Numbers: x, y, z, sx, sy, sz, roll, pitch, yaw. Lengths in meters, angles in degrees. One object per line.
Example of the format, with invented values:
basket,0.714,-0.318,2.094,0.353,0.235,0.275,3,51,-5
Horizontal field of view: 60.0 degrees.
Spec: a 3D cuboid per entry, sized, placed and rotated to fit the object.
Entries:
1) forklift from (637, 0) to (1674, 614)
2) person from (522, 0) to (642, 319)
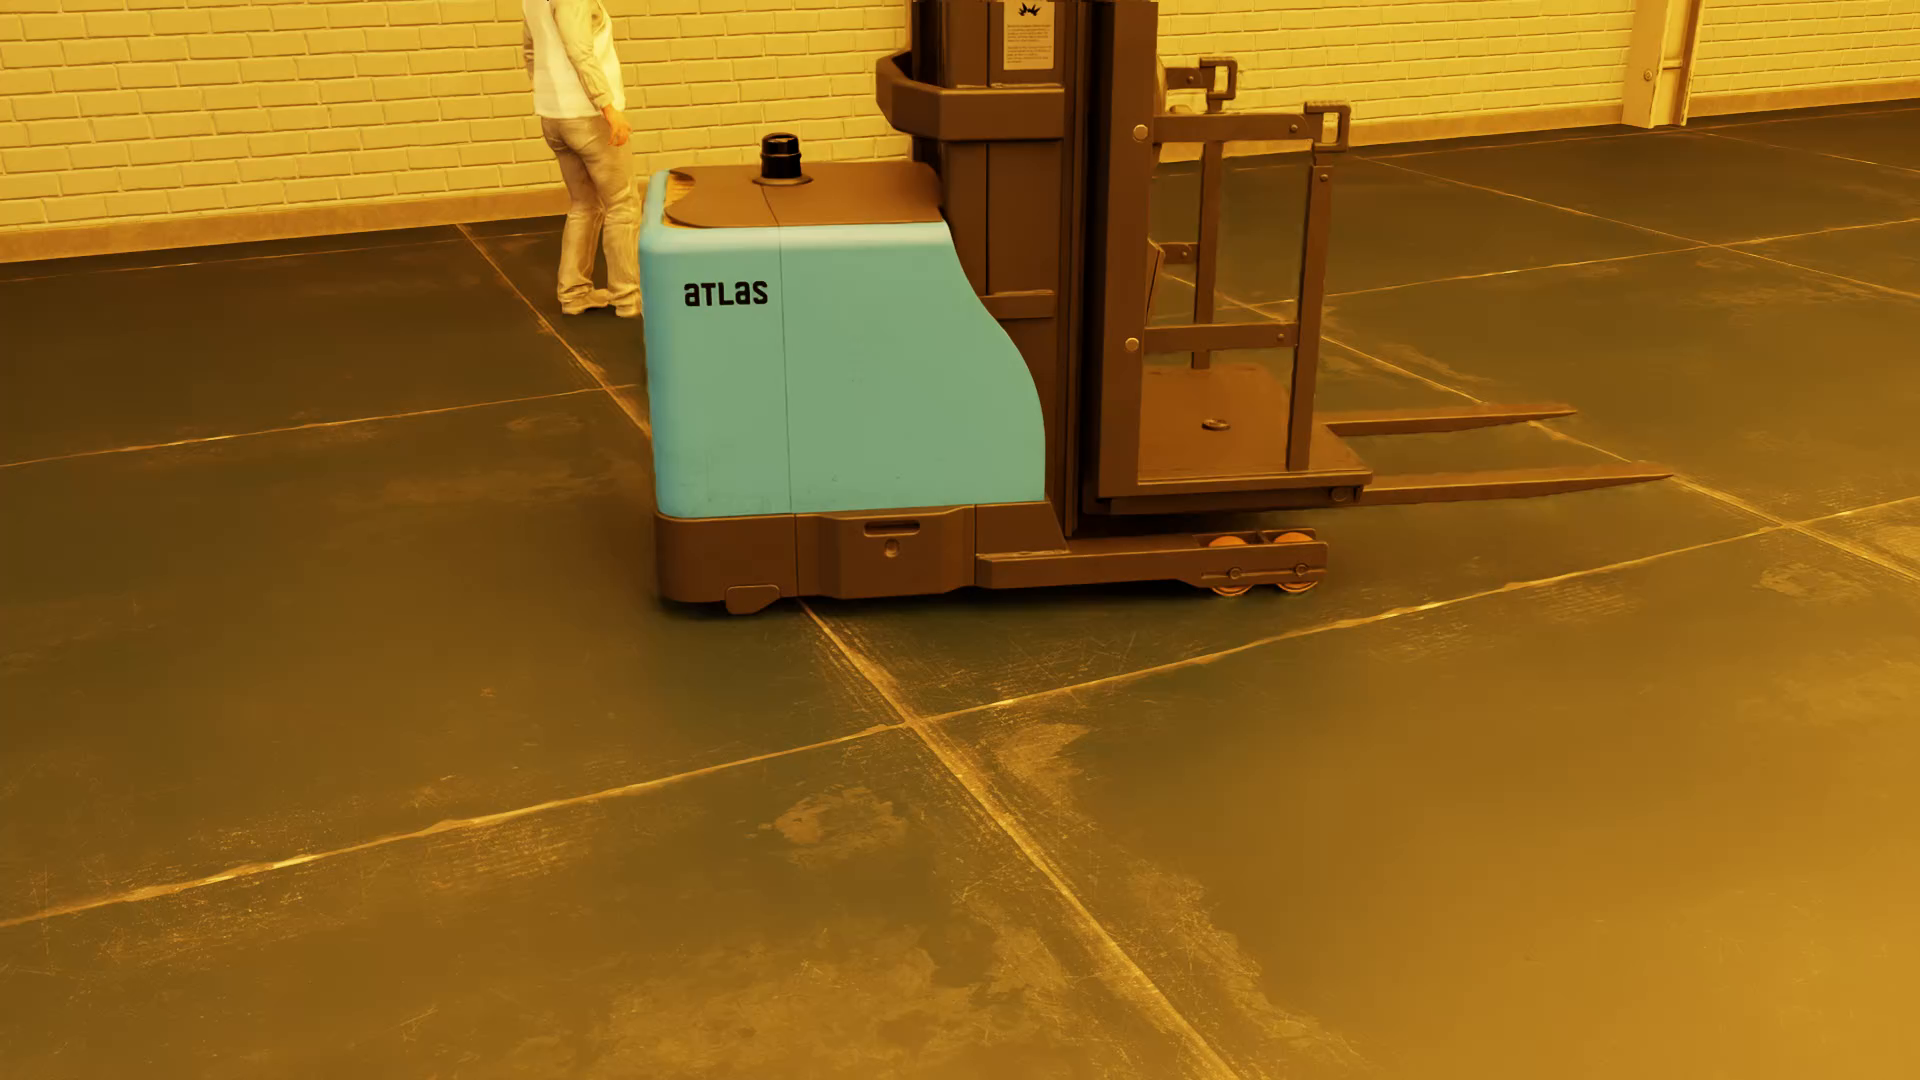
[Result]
forklift,0.608,-1.392,4.637,3.031,2.935,1.130,-3,23,-7
person,-1.613,-1.882,7.339,0.481,1.765,0.713,-18,29,-37
